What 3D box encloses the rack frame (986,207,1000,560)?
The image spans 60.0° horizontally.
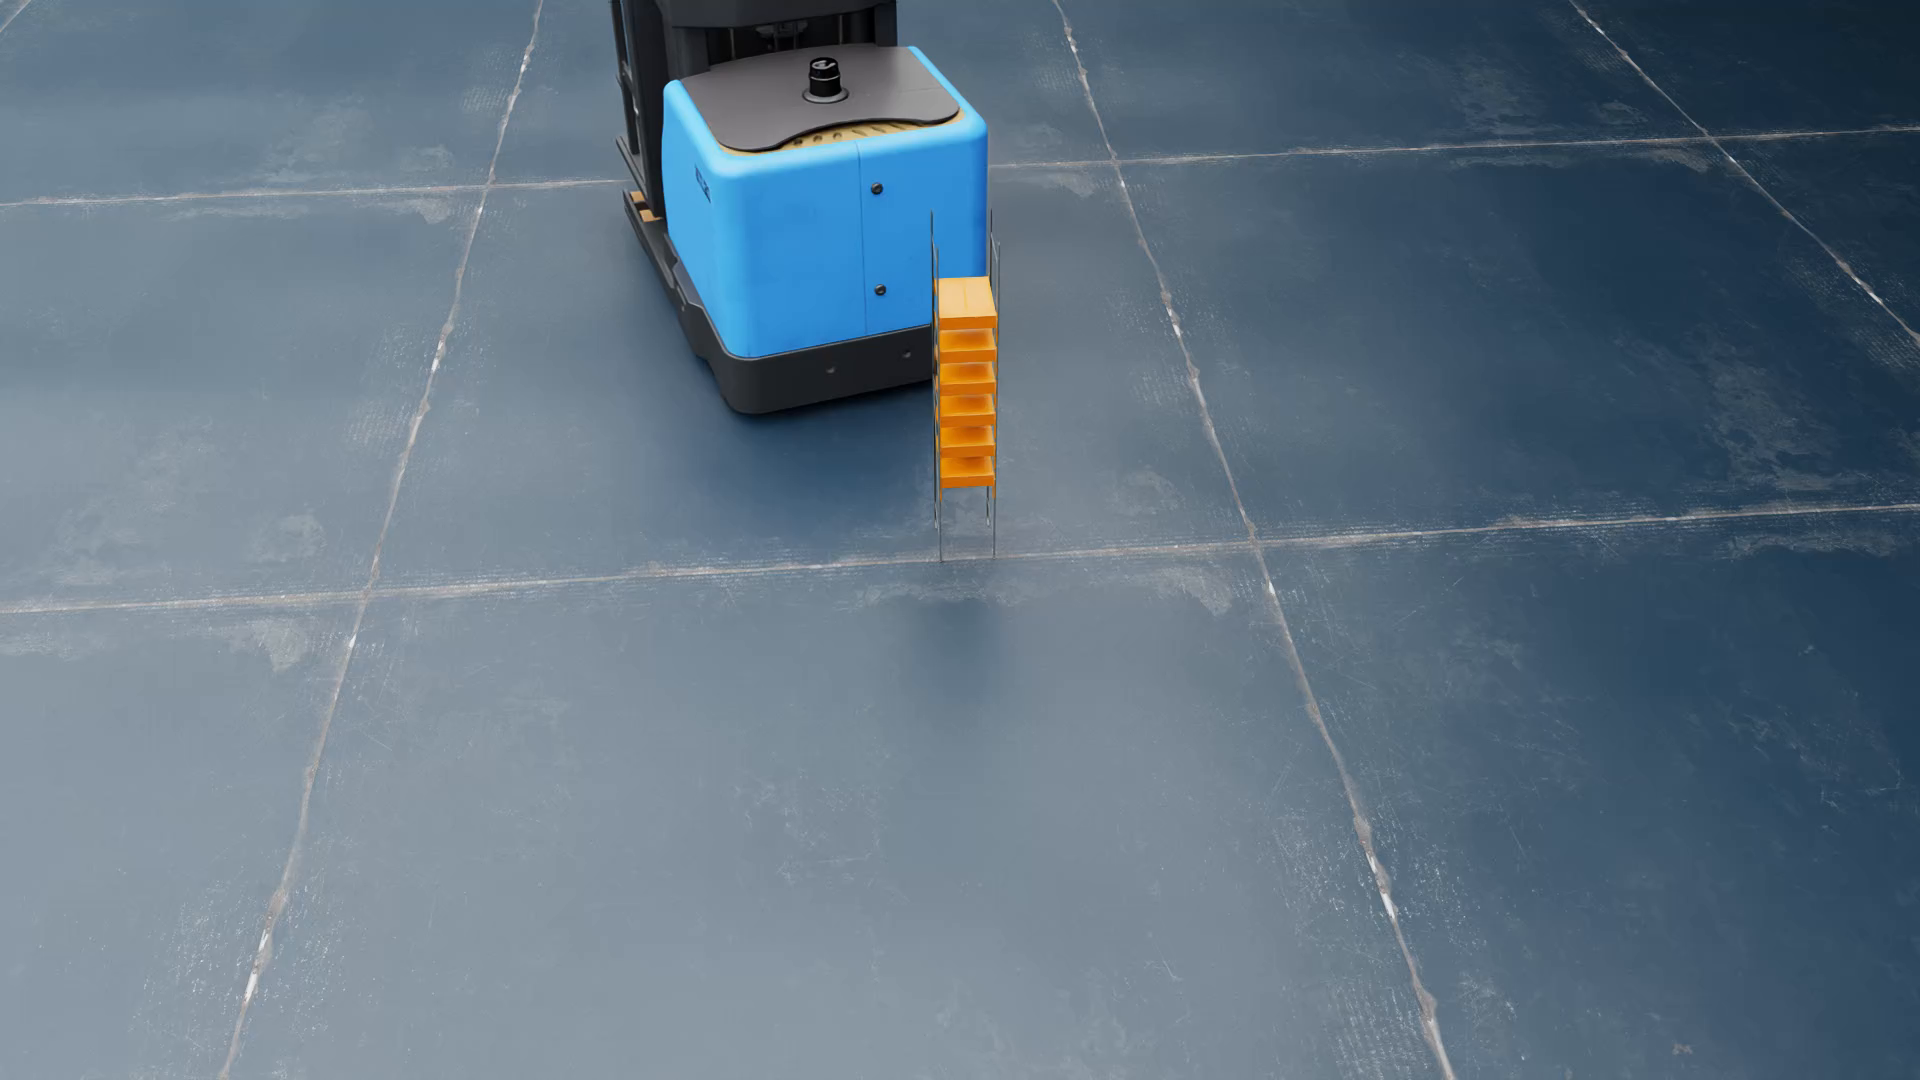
[{"bbox_3d":[0.106,-0.477,5.386,0.006,1.200,0.240,-3,38,-4],"label":"rack frame"}]

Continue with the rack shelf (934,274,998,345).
[{"bbox_3d":[0.014,-0.720,5.184,0.180,0.103,0.258,-3,38,-4],"label":"rack shelf"}]

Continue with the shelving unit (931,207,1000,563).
[{"bbox_3d":[0.014,-0.472,5.379,0.189,1.200,0.258,-3,38,-4],"label":"shelving unit"}]

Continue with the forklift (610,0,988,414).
[{"bbox_3d":[-0.879,-2.538,6.600,1.130,2.935,3.031,-13,40,-16],"label":"forklift"}]

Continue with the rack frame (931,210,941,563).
[{"bbox_3d":[-0.077,-0.467,5.373,0.006,1.200,0.240,-3,38,-4],"label":"rack frame"}]

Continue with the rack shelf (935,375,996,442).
[{"bbox_3d":[0.014,-0.437,5.407,0.180,0.103,0.258,-3,38,-4],"label":"rack shelf"}]

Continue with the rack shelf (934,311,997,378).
[{"bbox_3d":[0.014,-0.625,5.258,0.180,0.103,0.258,-3,38,-4],"label":"rack shelf"}]

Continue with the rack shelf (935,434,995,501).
[{"bbox_3d":[0.014,-0.249,5.556,0.180,0.103,0.258,-3,38,-4],"label":"rack shelf"}]

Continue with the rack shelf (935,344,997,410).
[{"bbox_3d":[0.014,-0.531,5.333,0.180,0.103,0.258,-3,38,-4],"label":"rack shelf"}]

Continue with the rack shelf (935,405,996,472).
[{"bbox_3d":[0.014,-0.343,5.481,0.180,0.103,0.258,-3,38,-4],"label":"rack shelf"}]
